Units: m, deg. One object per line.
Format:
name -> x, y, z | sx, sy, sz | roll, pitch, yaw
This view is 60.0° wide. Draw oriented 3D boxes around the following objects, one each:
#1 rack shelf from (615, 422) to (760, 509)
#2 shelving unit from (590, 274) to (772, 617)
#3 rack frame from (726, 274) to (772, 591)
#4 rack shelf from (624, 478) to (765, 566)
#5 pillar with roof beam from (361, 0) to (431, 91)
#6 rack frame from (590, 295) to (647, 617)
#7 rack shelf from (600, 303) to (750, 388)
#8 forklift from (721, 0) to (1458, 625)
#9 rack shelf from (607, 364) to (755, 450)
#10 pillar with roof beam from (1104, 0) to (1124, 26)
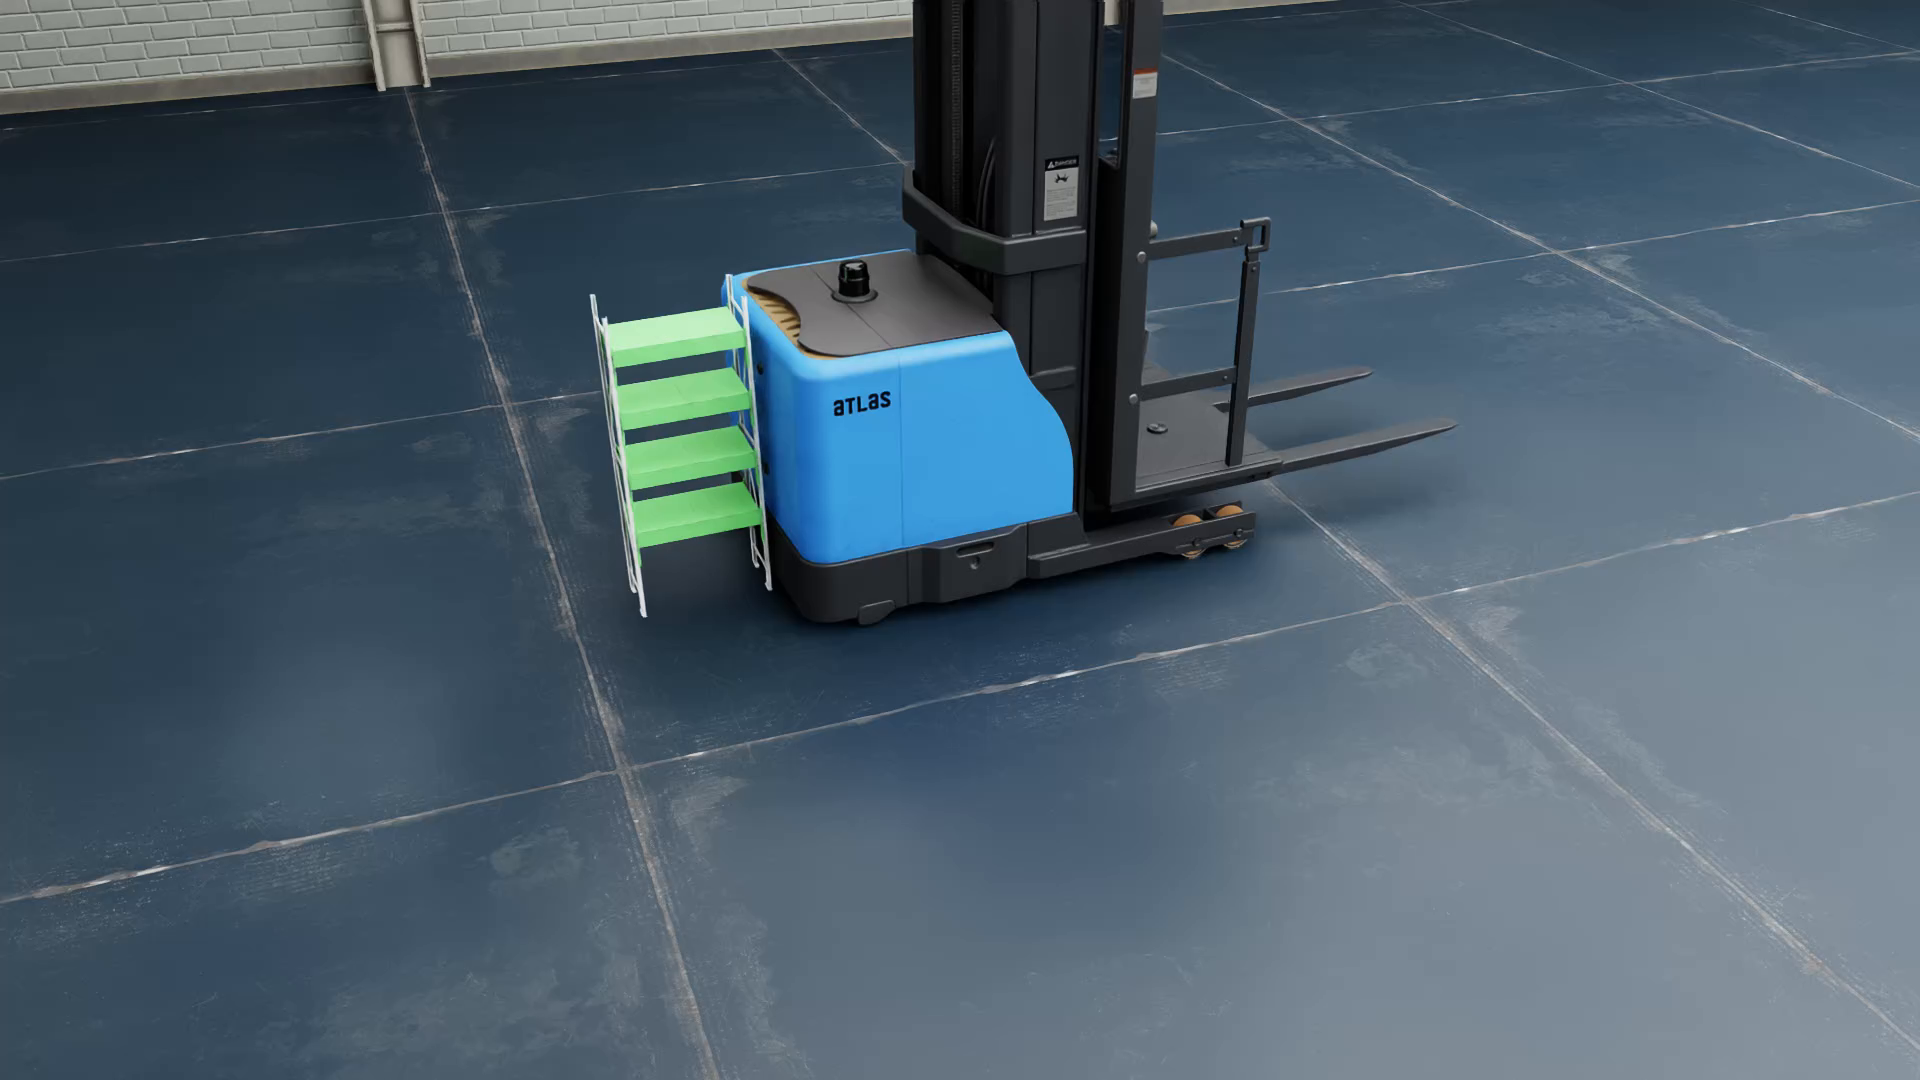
rack shelf -> -1.009, -0.278, 6.144 | 0.480, 0.148, 0.258 | -12, 32, -18
shelving unit -> -1.010, -0.333, 6.112 | 0.503, 1.200, 0.258 | -12, 32, -18
rack frame -> -0.782, -0.380, 6.186 | 0.015, 1.200, 0.240 | -12, 32, -18
rack shelf -> -1.004, -0.070, 6.265 | 0.480, 0.148, 0.258 | -12, 32, -18
pillar with roof beam -> -2.857, -5.481, 7.280 | 0.400, 9.000, 9.100 | -10, 31, -18
rack frame -> -1.238, -0.286, 6.039 | 0.015, 1.200, 0.240 | -12, 32, -18
rack shelf -> -1.017, -0.693, 5.904 | 0.480, 0.148, 0.258 | -12, 32, -18
forklift -> 0.635, -1.431, 6.301 | 3.031, 2.935, 1.130 | -12, 32, -20
rack shelf -> -1.013, -0.485, 6.024 | 0.480, 0.148, 0.258 | -12, 32, -18
pillar with roof beam -> 2.767, -6.517, 9.098 | 0.400, 9.000, 9.100 | -10, 31, -18
